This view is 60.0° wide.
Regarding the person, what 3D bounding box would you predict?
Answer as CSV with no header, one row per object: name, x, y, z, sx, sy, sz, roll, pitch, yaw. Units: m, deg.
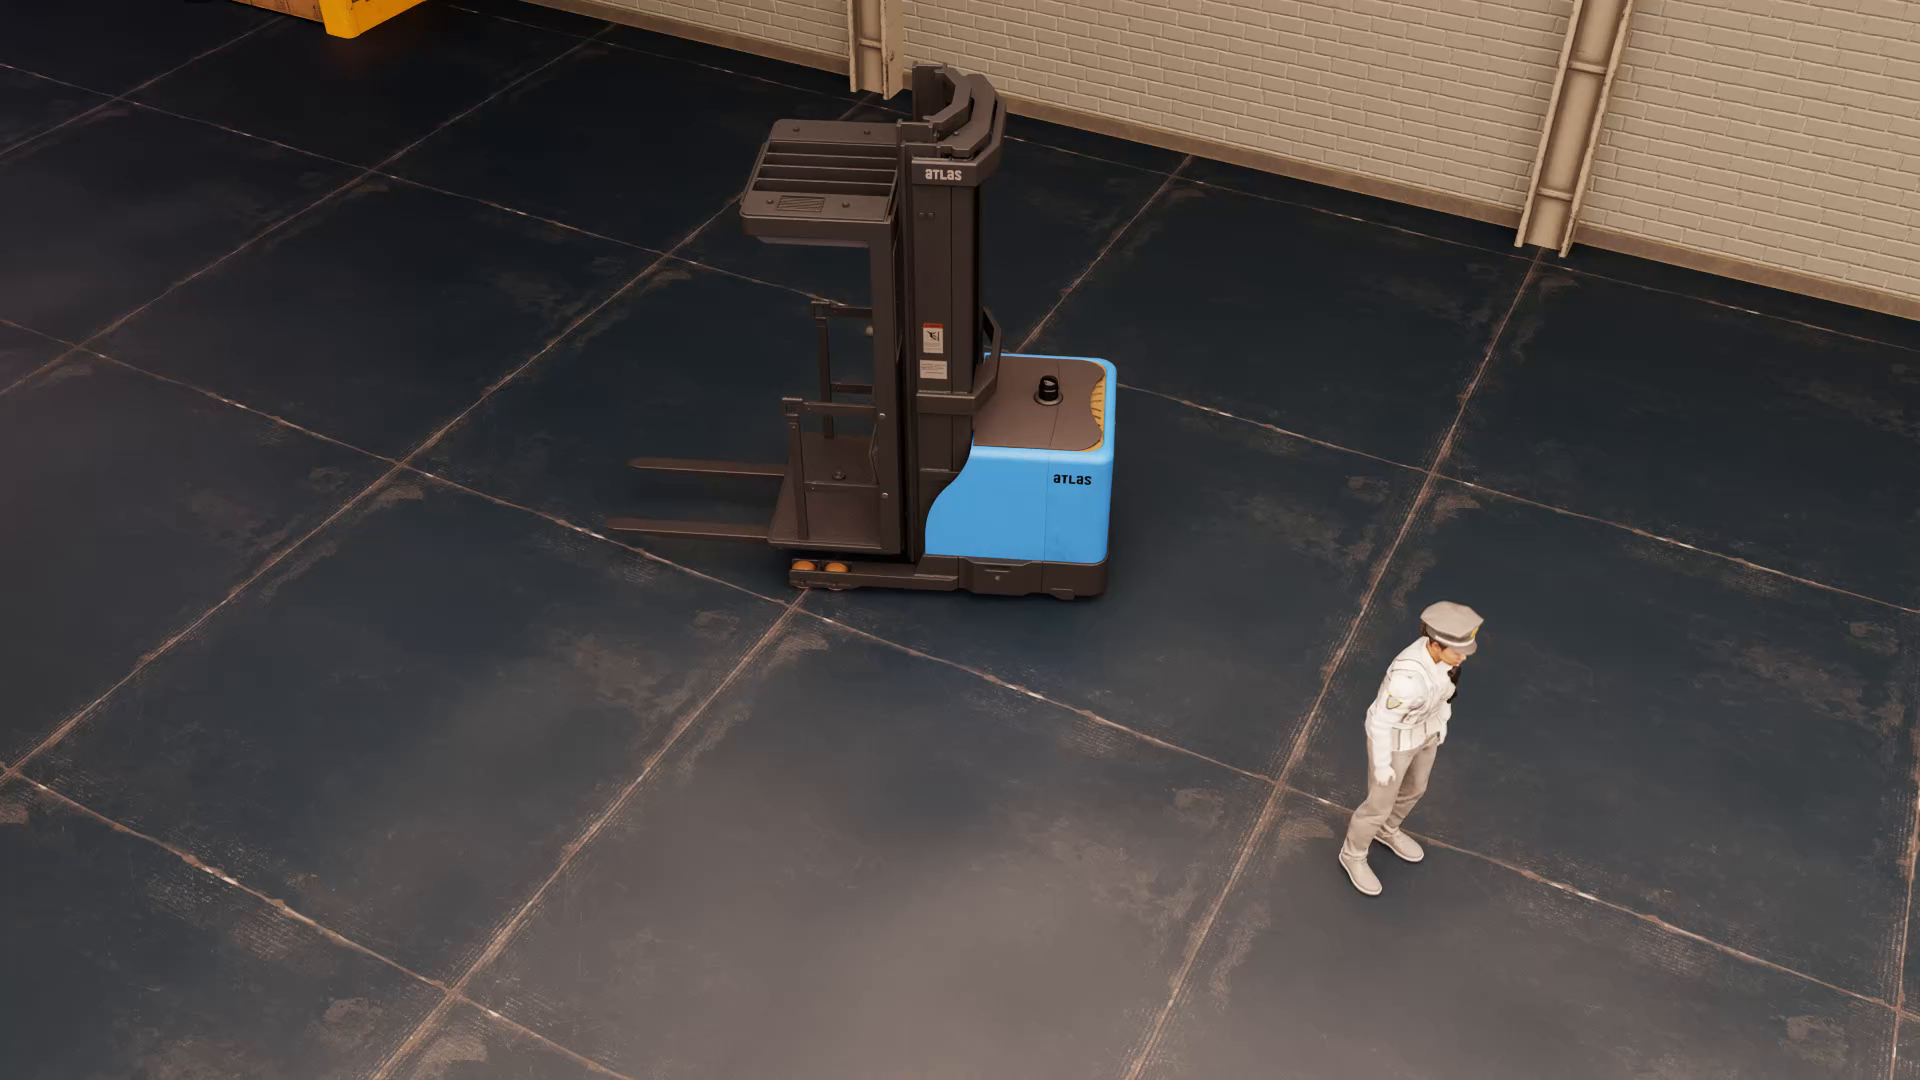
person,2.117,0.945,7.850,0.538,1.663,0.377,-29,48,-30

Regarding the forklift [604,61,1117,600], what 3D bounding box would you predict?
forklift,-0.606,-1.157,9.360,3.031,2.935,1.130,3,40,4
